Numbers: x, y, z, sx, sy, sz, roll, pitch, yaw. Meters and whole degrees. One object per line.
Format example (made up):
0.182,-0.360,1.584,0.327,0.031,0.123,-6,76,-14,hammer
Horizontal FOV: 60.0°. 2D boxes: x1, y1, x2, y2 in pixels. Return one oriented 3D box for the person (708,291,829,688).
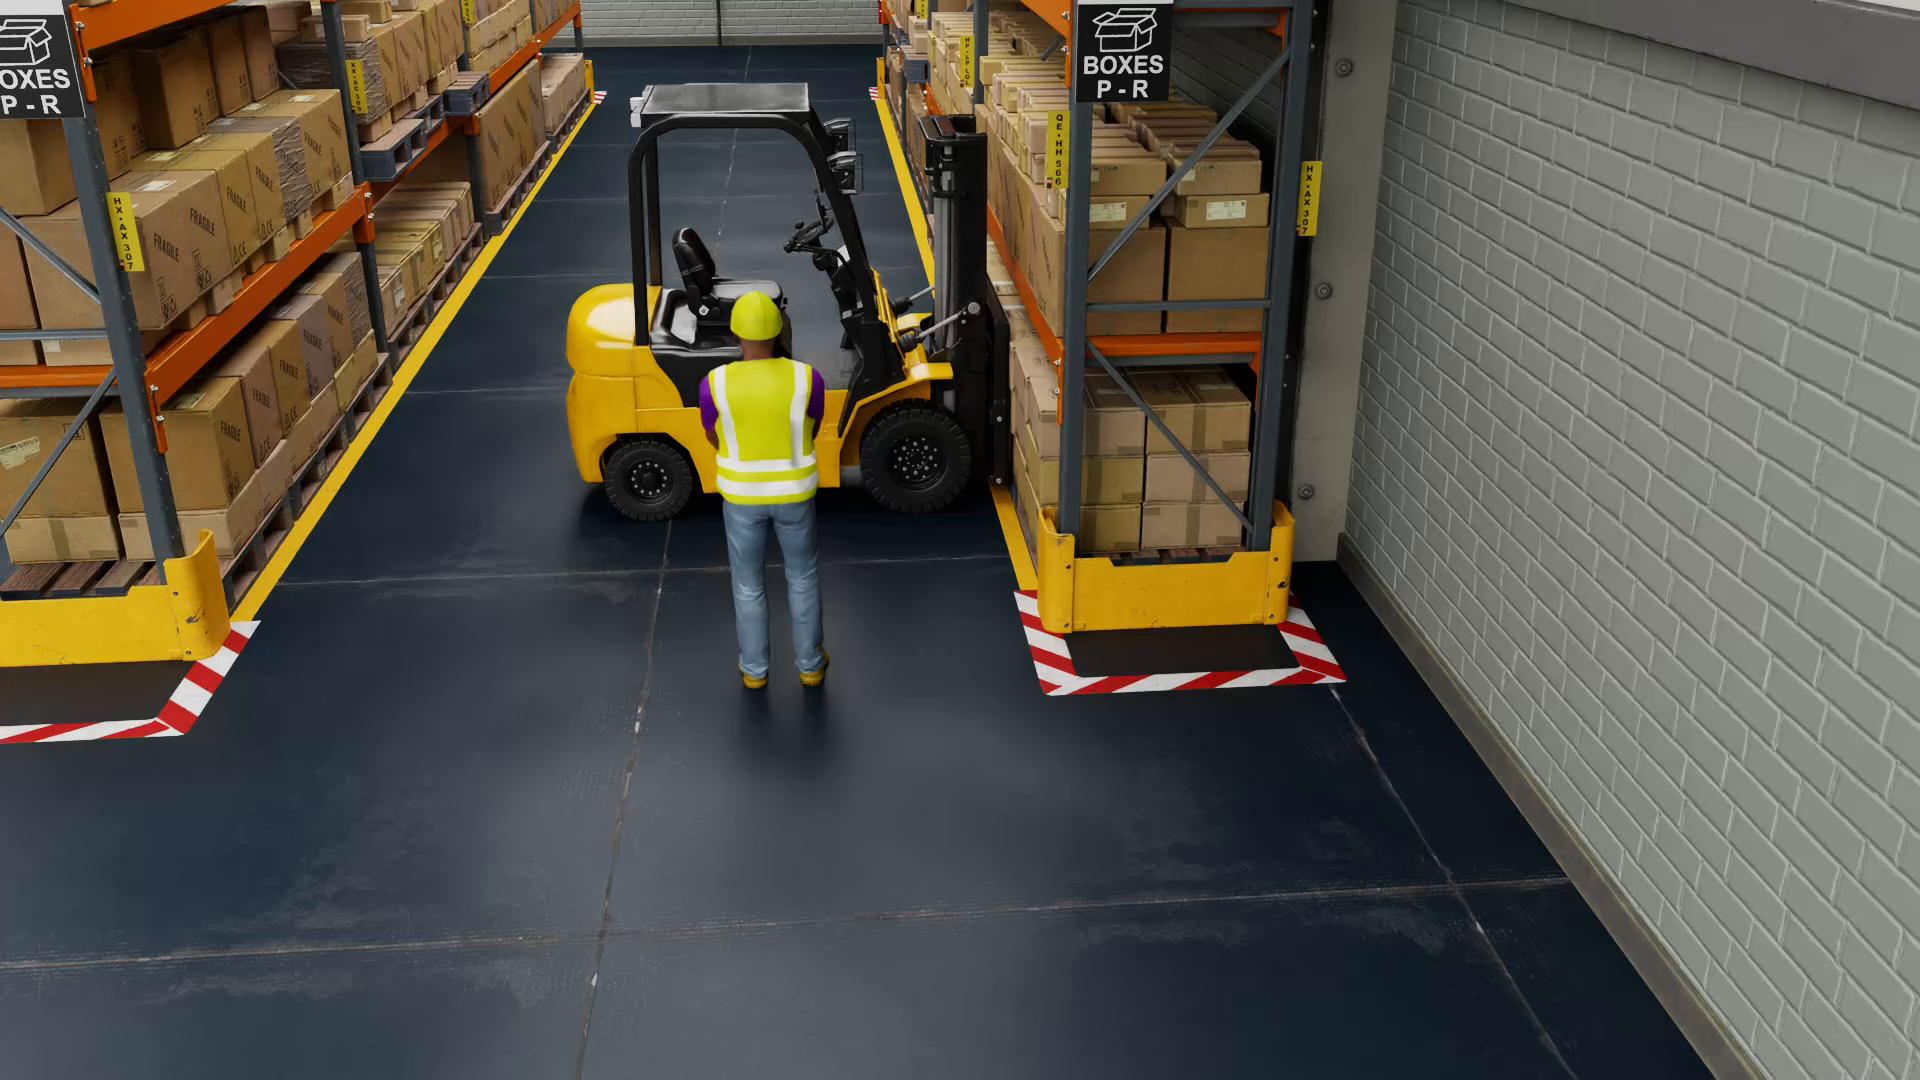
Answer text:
-0.802,-0.206,7.041,0.460,1.769,0.402,-4,24,-8,person
